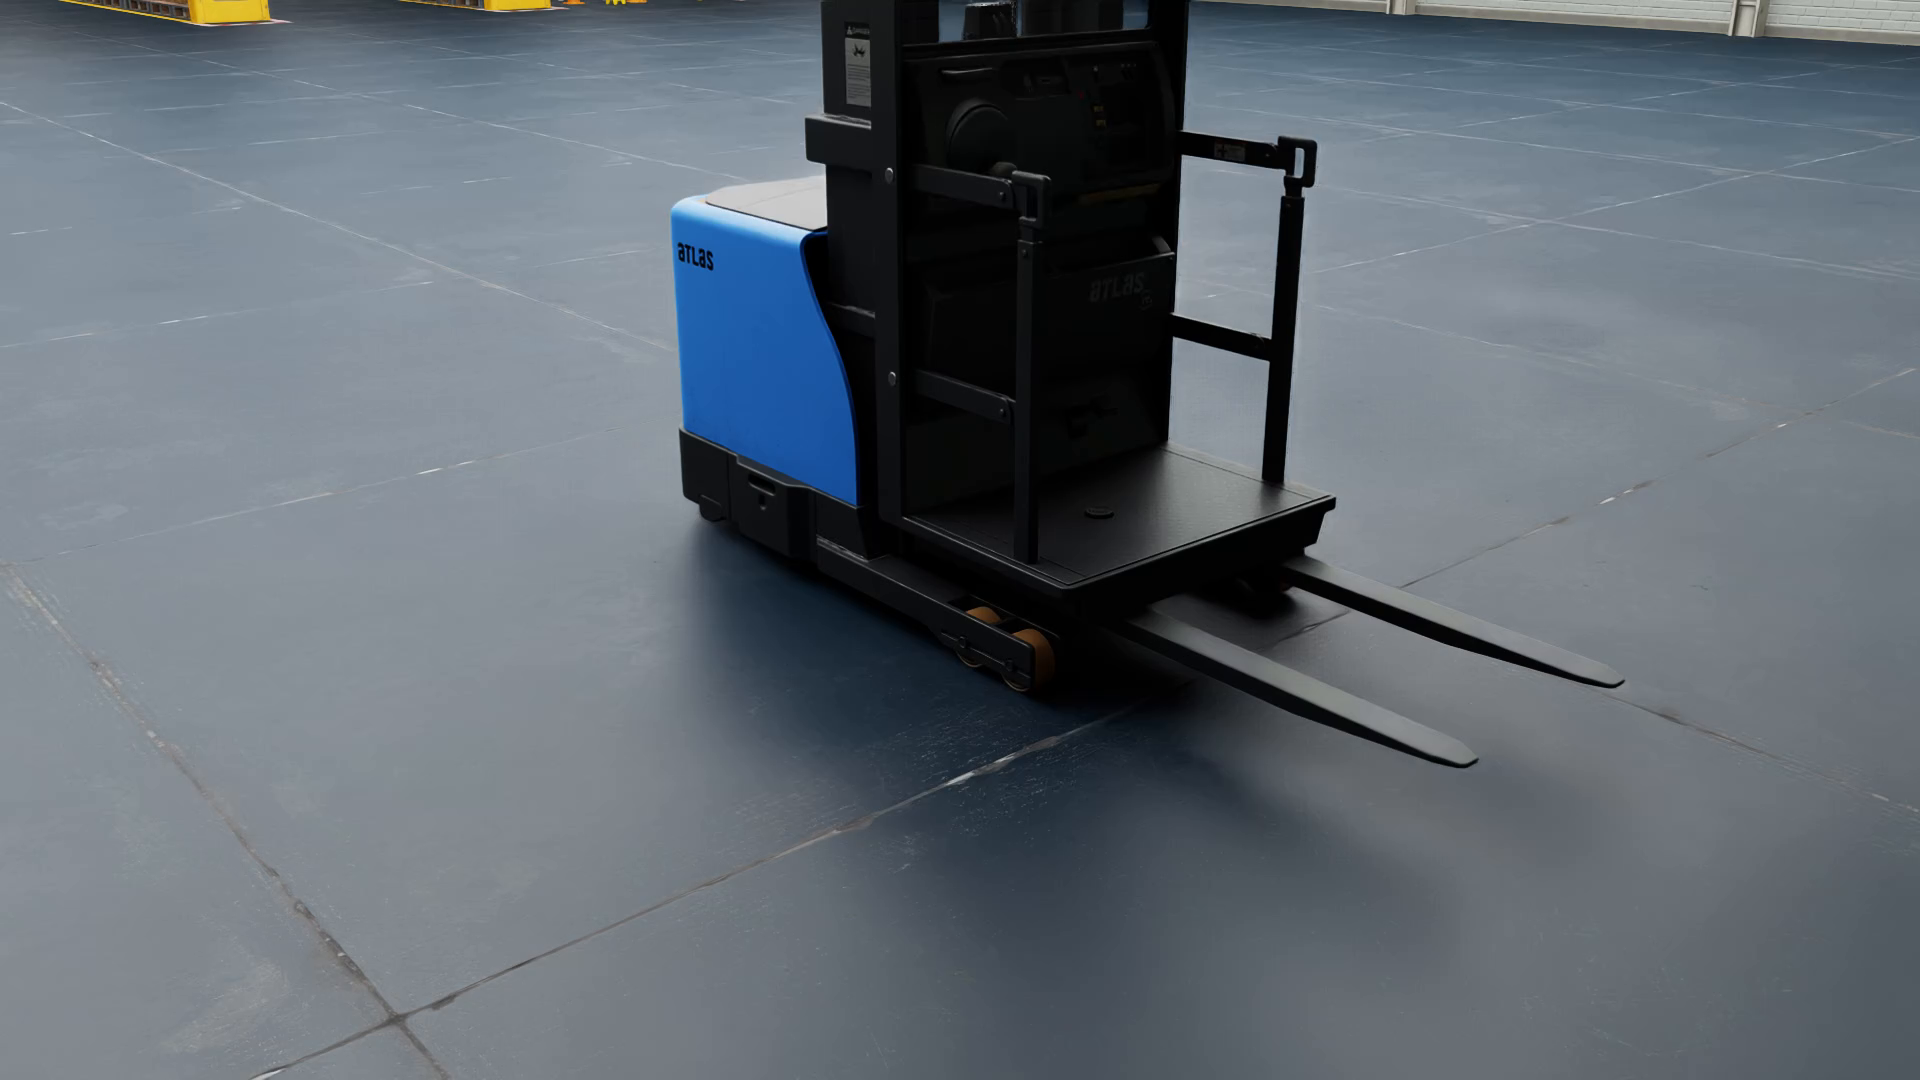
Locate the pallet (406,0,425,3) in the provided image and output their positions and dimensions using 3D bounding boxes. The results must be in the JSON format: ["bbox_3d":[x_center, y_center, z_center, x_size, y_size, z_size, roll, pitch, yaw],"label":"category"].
[{"bbox_3d":[-10.116,-10.516,32.045,1.003,0.211,1.213,-17,27,-37],"label":"pallet"}]

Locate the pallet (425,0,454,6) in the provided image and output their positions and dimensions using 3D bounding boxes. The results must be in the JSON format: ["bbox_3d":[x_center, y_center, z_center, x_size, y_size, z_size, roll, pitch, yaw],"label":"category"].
[{"bbox_3d":[-9.316,-10.179,31.184,1.003,0.211,1.213,-17,27,-37],"label":"pallet"}]

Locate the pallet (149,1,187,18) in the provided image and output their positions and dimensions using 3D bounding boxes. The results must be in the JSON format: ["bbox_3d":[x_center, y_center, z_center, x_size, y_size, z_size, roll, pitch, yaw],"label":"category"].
[{"bbox_3d":[-13.111,-9.078,28.372,1.003,0.211,1.213,-17,27,-37],"label":"pallet"}]

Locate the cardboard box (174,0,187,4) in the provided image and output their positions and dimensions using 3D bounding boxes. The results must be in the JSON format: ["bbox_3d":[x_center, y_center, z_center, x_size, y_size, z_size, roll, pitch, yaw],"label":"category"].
[{"bbox_3d":[-12.971,-9.328,28.039,0.500,0.500,0.500,-14,26,-33],"label":"cardboard box"}]

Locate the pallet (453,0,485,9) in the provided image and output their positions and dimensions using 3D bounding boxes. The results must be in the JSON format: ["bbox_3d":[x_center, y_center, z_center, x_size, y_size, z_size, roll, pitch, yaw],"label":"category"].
[{"bbox_3d":[-8.524,-9.842,30.324,1.003,0.211,1.213,-17,27,-37],"label":"pallet"}]

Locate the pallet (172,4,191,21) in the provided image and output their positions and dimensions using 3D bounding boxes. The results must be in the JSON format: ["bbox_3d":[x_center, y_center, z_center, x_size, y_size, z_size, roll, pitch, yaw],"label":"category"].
[{"bbox_3d":[-12.319,-8.741,27.512,1.003,0.211,1.213,-17,27,-37],"label":"pallet"}]

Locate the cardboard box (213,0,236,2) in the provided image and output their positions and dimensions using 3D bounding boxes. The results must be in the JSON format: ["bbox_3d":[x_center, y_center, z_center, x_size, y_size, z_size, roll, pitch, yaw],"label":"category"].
[{"bbox_3d":[-12.161,-8.994,27.185,0.500,0.500,0.500,-12,24,-28],"label":"cardboard box"}]

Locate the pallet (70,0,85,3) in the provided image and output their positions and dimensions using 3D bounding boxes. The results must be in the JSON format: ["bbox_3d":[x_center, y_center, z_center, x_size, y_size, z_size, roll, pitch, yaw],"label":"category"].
[{"bbox_3d":[-16.479,-10.481,31.955,1.003,0.211,1.213,-17,27,-37],"label":"pallet"}]

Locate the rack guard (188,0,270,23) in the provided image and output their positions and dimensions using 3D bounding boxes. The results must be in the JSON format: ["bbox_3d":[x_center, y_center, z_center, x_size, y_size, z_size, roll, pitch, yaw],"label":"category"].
[{"bbox_3d":[-11.816,-8.643,26.865,1.175,0.500,0.348,-17,27,-37],"label":"rack guard"}]

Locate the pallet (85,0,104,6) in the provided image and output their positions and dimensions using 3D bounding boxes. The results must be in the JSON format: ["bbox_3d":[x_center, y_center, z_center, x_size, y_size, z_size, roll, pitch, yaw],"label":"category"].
[{"bbox_3d":[-15.687,-10.144,31.095,1.003,0.211,1.213,-17,27,-37],"label":"pallet"}]

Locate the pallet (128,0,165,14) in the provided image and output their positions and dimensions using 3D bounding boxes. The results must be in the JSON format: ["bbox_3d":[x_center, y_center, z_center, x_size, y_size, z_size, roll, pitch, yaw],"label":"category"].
[{"bbox_3d":[-13.912,-9.415,29.233,1.003,0.211,1.213,-17,27,-37],"label":"pallet"}]

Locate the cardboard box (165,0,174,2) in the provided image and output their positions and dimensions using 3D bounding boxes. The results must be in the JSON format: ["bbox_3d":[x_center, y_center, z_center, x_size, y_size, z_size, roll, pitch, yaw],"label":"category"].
[{"bbox_3d":[-13.302,-9.493,28.460,0.500,0.500,0.500,19,29,40],"label":"cardboard box"}]

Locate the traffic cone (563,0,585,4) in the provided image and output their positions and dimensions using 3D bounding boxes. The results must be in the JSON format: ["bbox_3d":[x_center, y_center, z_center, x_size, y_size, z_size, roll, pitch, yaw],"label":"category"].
[{"bbox_3d":[-7.213,-10.242,30.999,0.336,0.463,0.334,-17,27,-37],"label":"traffic cone"}]

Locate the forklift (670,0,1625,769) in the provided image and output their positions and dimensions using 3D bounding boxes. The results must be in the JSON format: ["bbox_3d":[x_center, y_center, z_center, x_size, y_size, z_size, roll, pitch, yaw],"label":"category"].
[{"bbox_3d":[0.380,-1.165,4.441,1.130,2.935,3.031,-17,27,-37],"label":"forklift"}]

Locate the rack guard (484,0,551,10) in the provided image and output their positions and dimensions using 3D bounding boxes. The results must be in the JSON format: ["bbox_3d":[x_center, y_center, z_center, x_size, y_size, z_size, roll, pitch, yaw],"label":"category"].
[{"bbox_3d":[-7.927,-9.768,29.737,1.175,0.500,0.348,-17,27,-37],"label":"rack guard"}]

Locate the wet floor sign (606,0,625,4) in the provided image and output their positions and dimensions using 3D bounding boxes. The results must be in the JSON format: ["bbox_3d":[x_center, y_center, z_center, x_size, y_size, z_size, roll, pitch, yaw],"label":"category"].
[{"bbox_3d":[-6.424,-10.306,30.911,0.232,0.644,0.267,17,27,36],"label":"wet floor sign"}]

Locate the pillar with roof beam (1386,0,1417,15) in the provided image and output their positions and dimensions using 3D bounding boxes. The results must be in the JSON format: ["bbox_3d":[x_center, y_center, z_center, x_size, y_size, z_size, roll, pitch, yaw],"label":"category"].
[{"bbox_3d":[4.299,-12.187,24.261,9.100,9.000,0.400,-17,27,-37],"label":"pillar with roof beam"}]

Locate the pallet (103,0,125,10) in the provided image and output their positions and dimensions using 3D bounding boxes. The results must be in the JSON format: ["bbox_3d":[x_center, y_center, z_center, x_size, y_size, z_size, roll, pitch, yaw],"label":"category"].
[{"bbox_3d":[-14.886,-9.807,30.234,1.003,0.211,1.213,-17,27,-37],"label":"pallet"}]

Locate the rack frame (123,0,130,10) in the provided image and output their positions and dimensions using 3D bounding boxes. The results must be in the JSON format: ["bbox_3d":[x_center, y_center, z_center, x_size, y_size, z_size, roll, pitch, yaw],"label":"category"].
[{"bbox_3d":[-14.377,-10.891,29.177,1.000,3.000,0.127,-17,27,-37],"label":"rack frame"}]

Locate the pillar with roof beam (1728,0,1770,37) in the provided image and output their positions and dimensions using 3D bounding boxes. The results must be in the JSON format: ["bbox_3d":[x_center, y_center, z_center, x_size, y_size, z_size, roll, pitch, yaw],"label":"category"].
[{"bbox_3d":[8.216,-10.530,20.029,9.100,9.000,0.400,-17,27,-37],"label":"pillar with roof beam"}]

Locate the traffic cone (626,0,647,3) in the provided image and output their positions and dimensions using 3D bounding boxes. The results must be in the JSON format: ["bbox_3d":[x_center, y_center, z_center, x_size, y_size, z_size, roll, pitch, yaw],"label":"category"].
[{"bbox_3d":[-6.135,-10.417,31.446,0.336,0.463,0.334,-17,27,-37],"label":"traffic cone"}]
